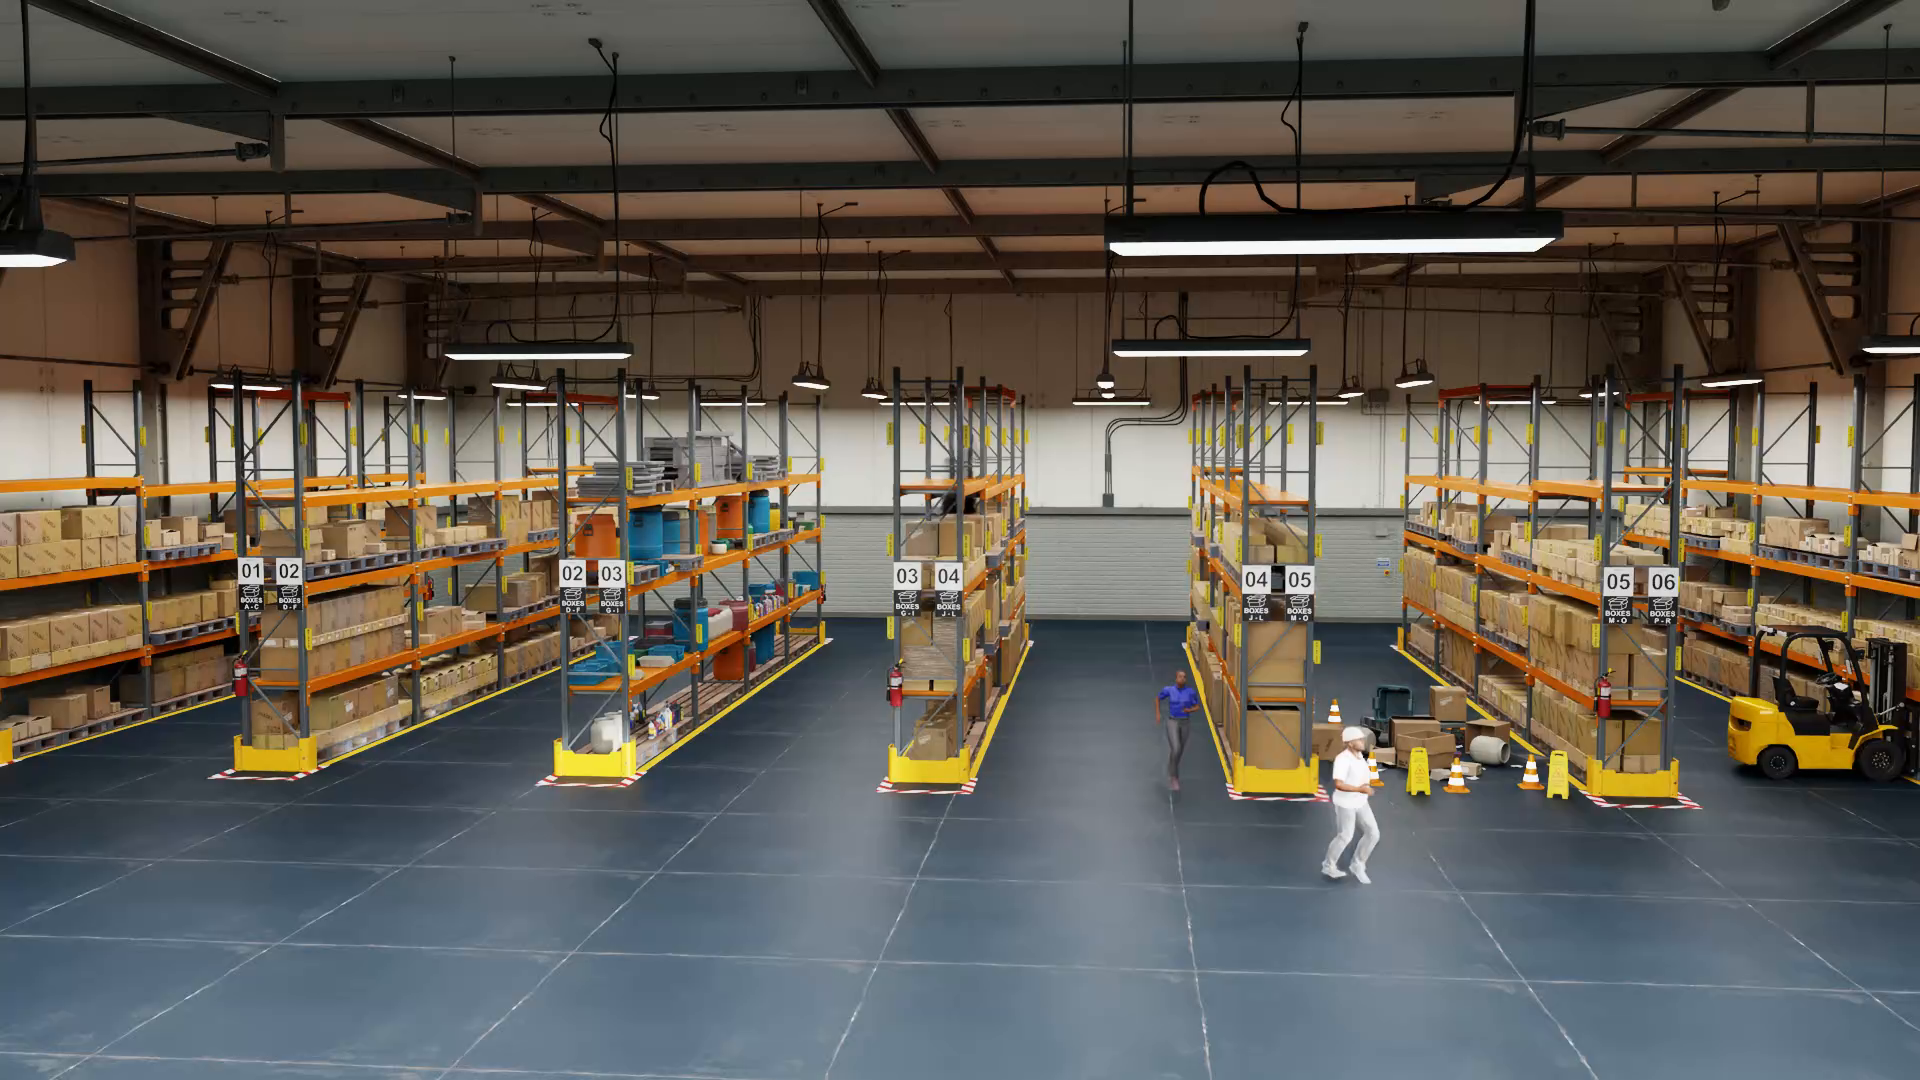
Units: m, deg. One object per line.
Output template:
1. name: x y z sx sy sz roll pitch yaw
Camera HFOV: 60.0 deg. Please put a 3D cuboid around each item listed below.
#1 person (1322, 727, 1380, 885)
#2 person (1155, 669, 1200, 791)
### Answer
1. person: 4.381 2.981 18.578 0.733 1.801 0.679 3 5 44
2. person: 3.125 2.707 23.865 0.593 1.698 0.760 -1 4 -13
